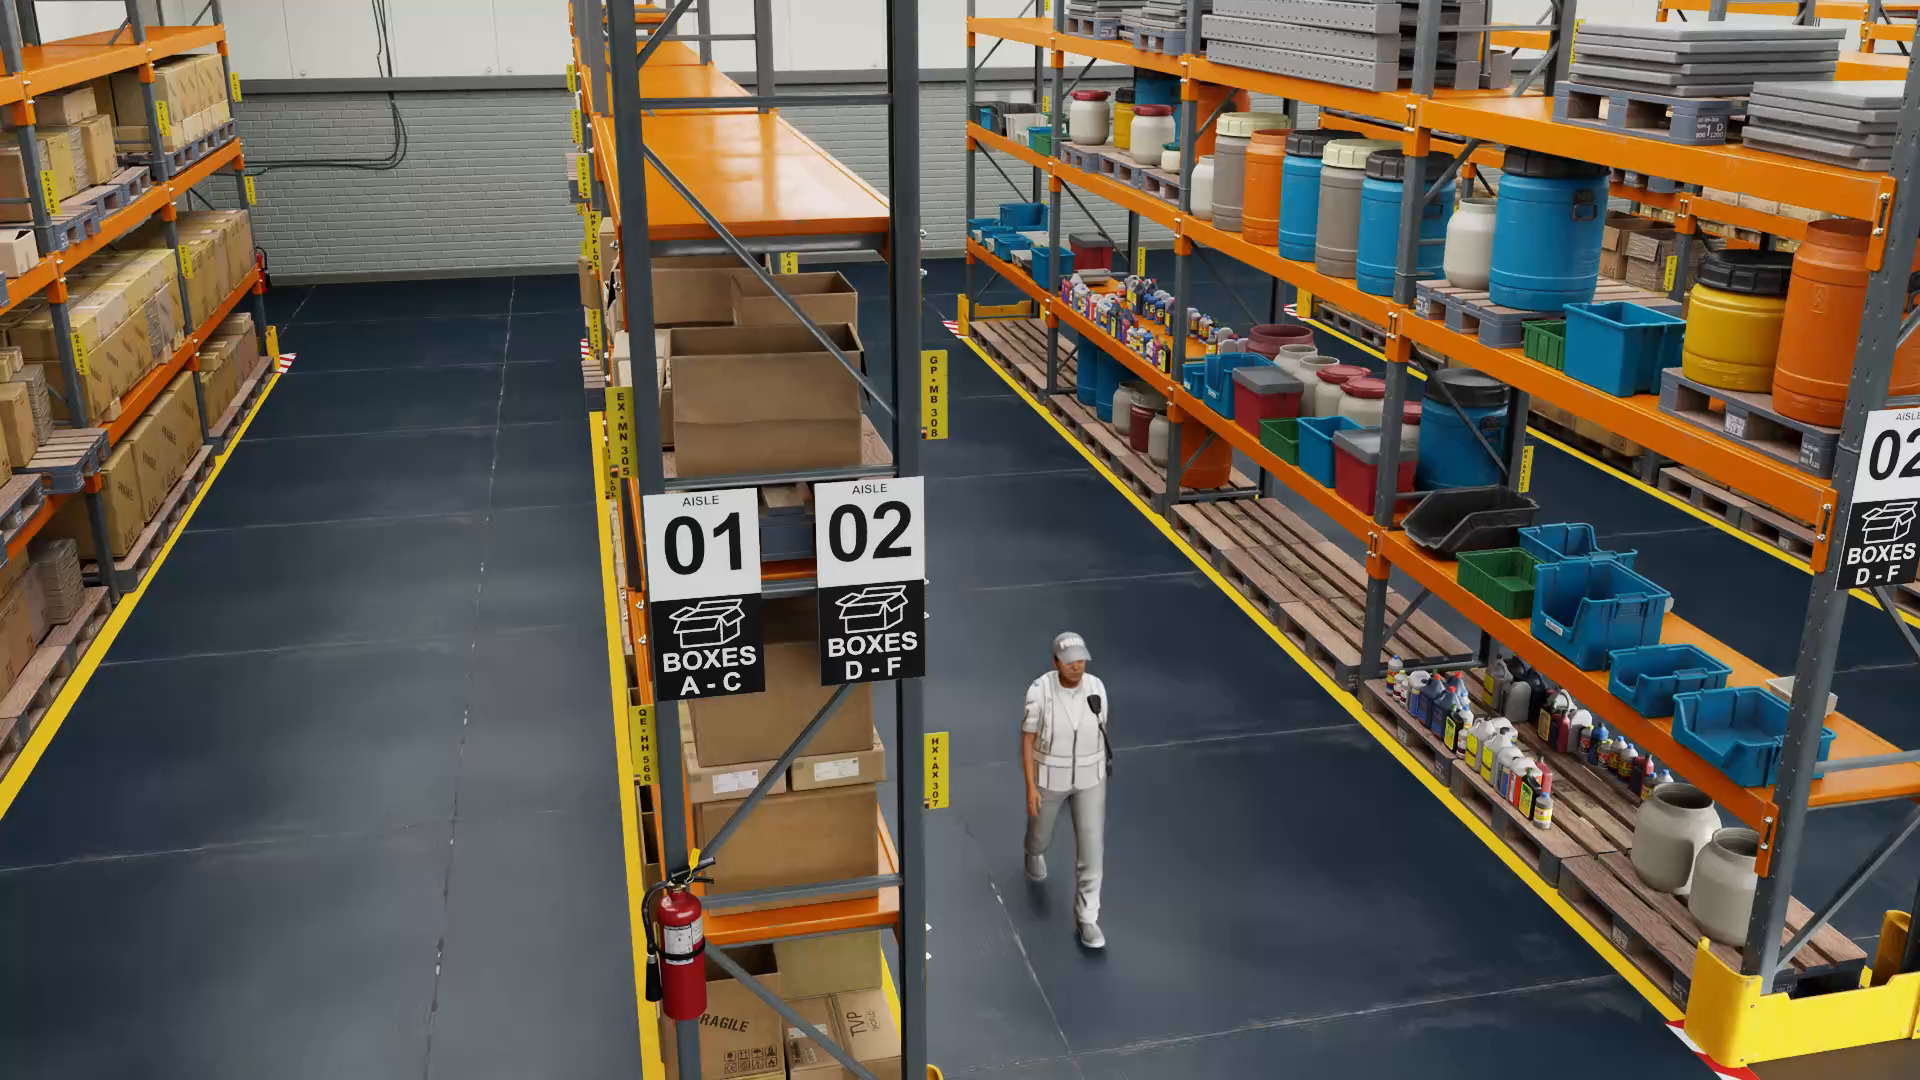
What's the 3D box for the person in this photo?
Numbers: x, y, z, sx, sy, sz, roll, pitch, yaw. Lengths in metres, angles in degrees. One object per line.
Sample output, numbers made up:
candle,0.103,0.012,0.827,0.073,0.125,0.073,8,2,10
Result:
person,0.564,1.253,8.841,0.484,1.620,0.930,-2,20,-5
